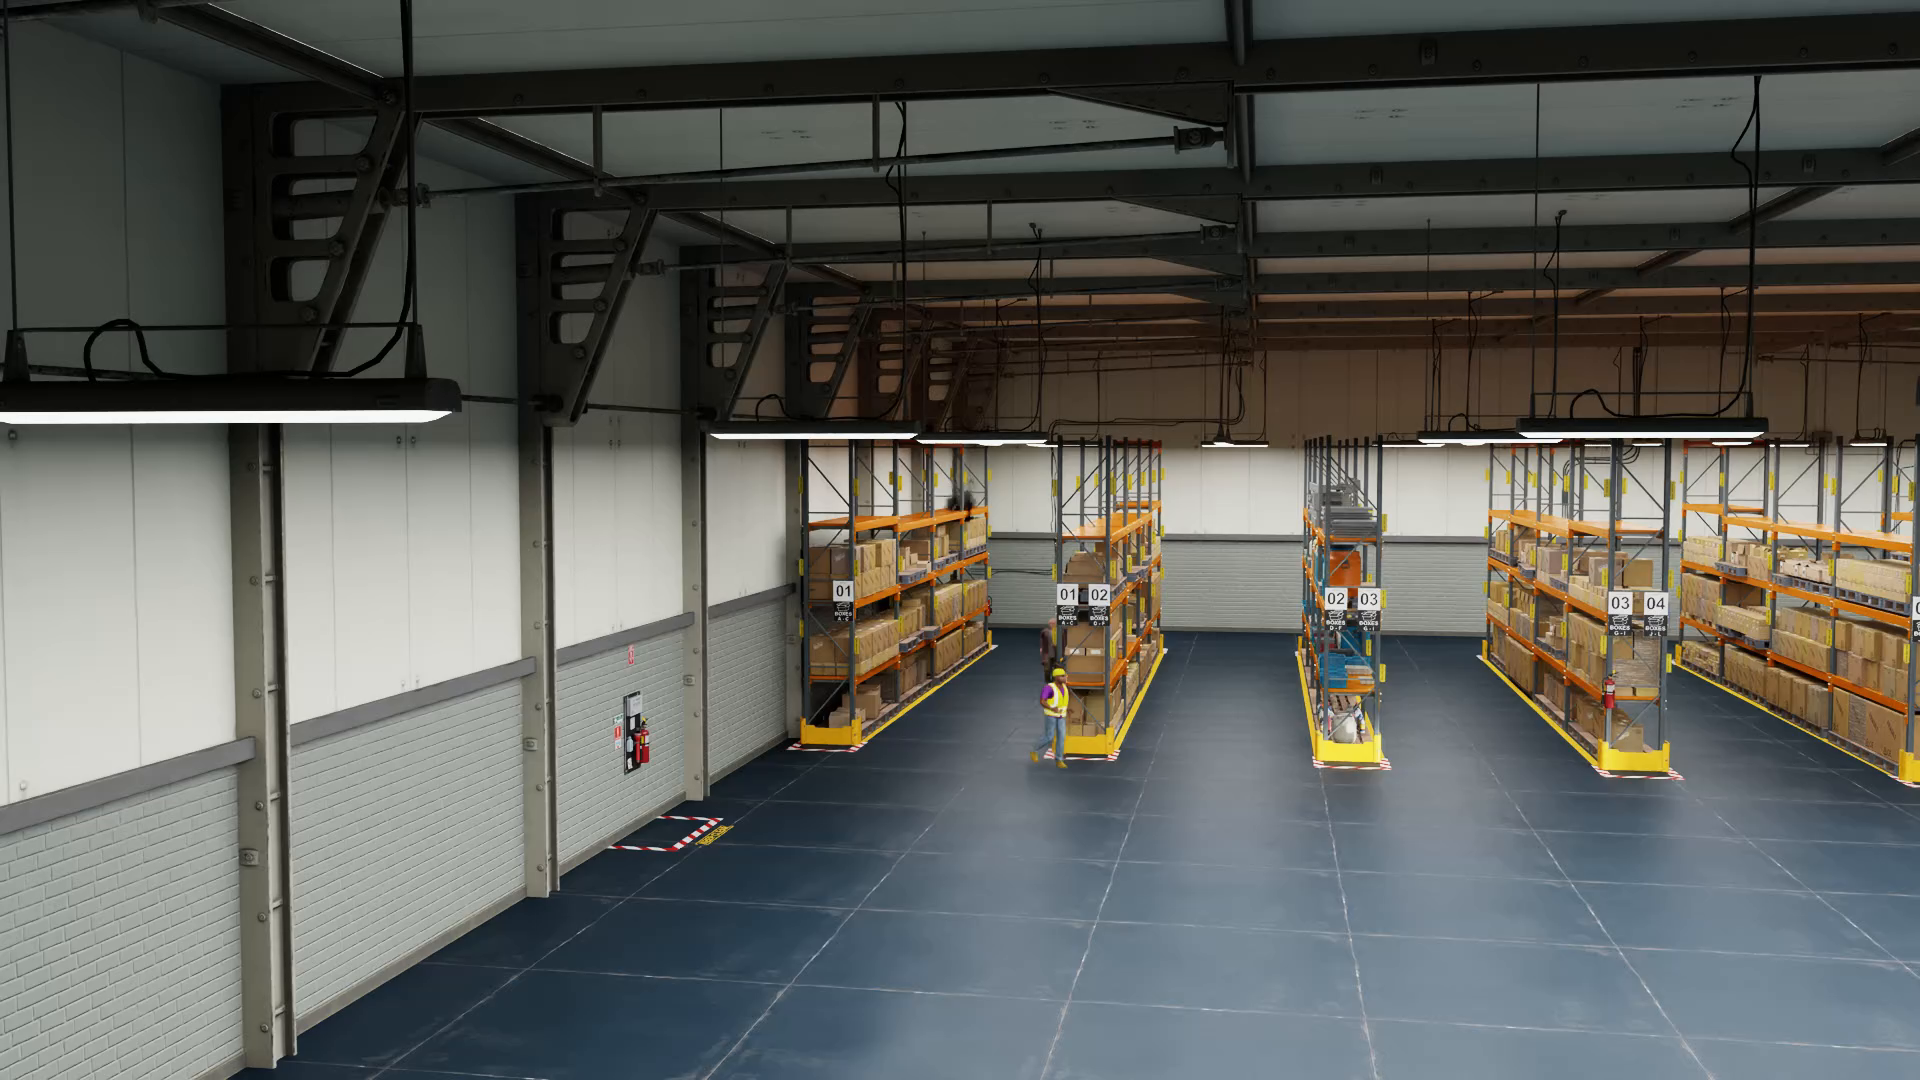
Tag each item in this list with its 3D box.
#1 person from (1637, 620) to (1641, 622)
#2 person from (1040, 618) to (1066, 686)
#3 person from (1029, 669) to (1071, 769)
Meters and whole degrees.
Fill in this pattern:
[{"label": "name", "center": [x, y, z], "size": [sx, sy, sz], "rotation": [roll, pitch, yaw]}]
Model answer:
[{"label": "person", "center": [18.001, 2.510, 44.783], "size": [0.835, 1.619, 0.706], "rotation": [-2, 4, -37]}, {"label": "person", "center": [2.163, 2.733, 38.700], "size": [0.668, 1.841, 0.950], "rotation": [1, 3, 11]}, {"label": "person", "center": [1.743, 3.210, 30.219], "size": [0.756, 1.762, 0.856], "rotation": [-3, 4, -42]}]
